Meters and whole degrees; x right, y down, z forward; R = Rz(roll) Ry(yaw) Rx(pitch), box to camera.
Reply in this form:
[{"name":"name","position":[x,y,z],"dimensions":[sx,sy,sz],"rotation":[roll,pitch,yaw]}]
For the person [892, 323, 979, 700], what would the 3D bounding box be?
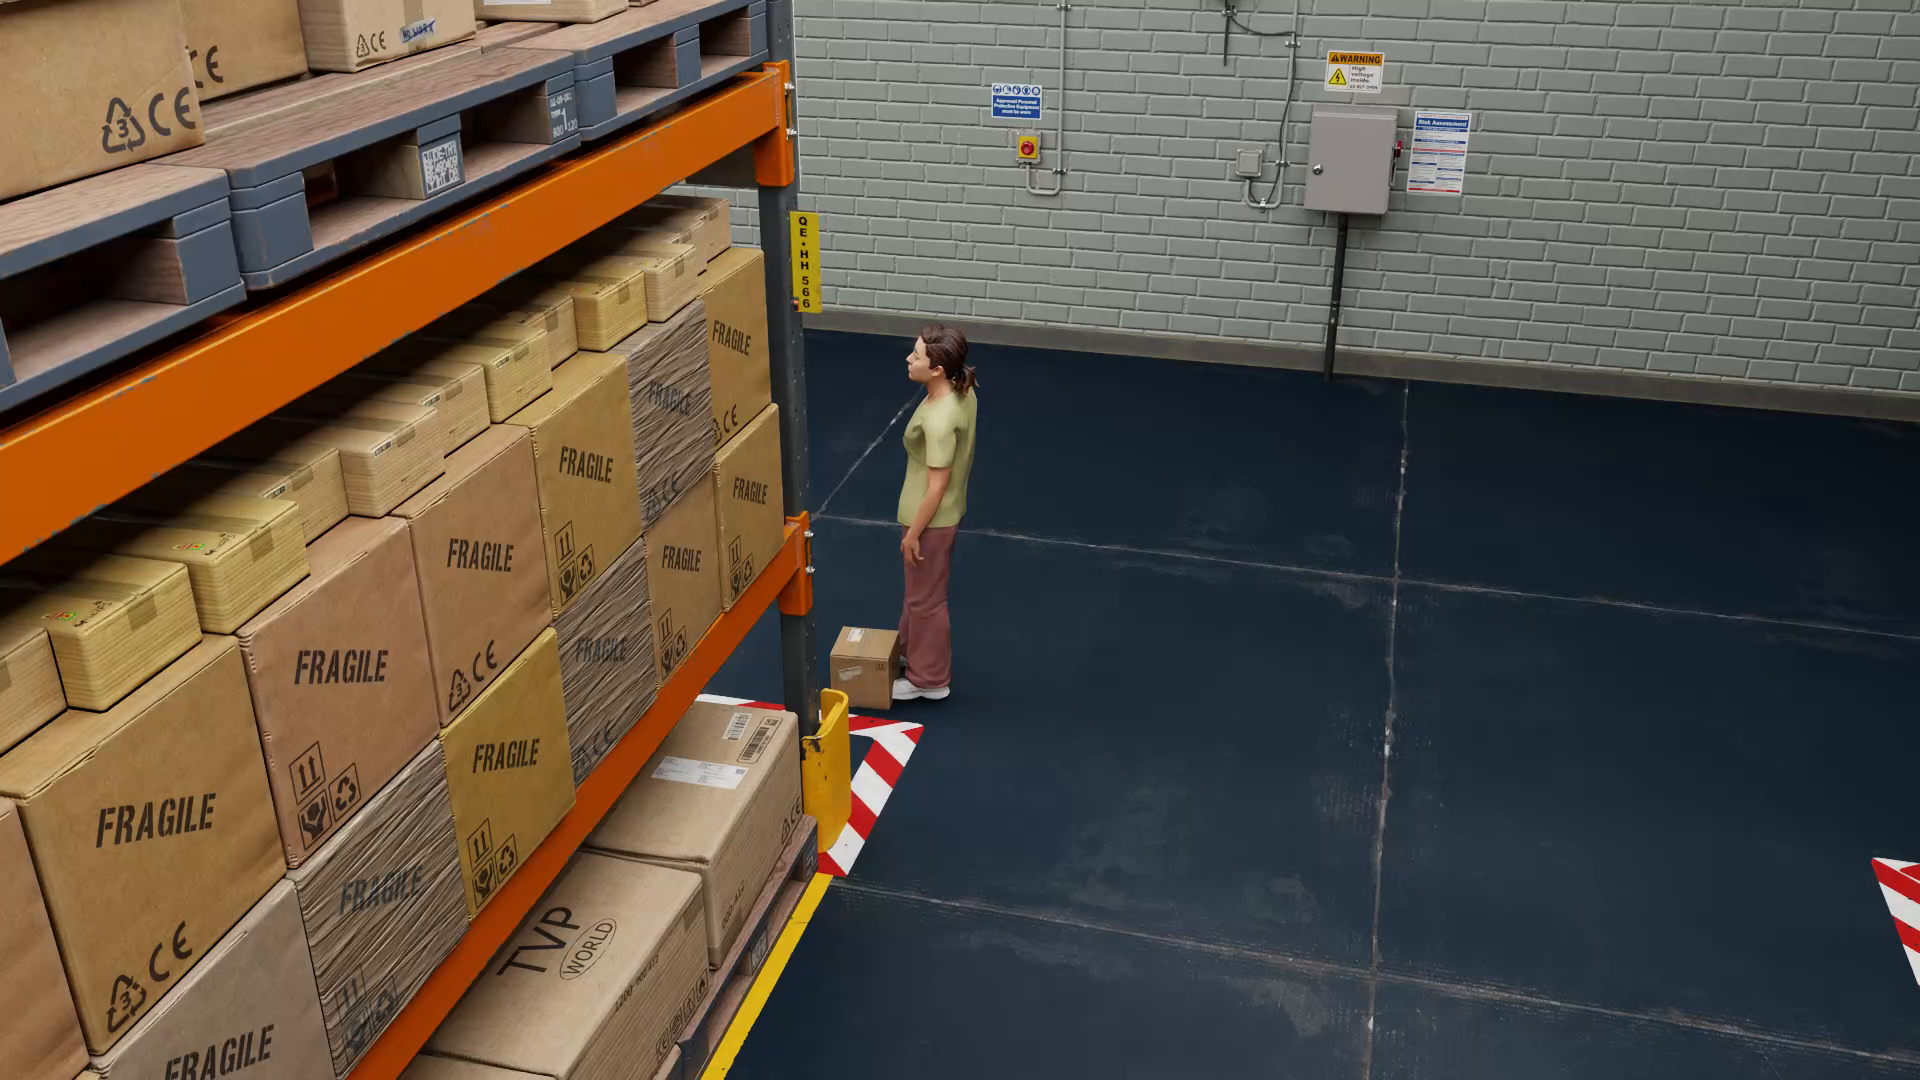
[{"name":"person","position":[-0.184,-0.100,6.800],"dimensions":[0.548,1.674,0.552],"rotation":[5,26,11]}]
